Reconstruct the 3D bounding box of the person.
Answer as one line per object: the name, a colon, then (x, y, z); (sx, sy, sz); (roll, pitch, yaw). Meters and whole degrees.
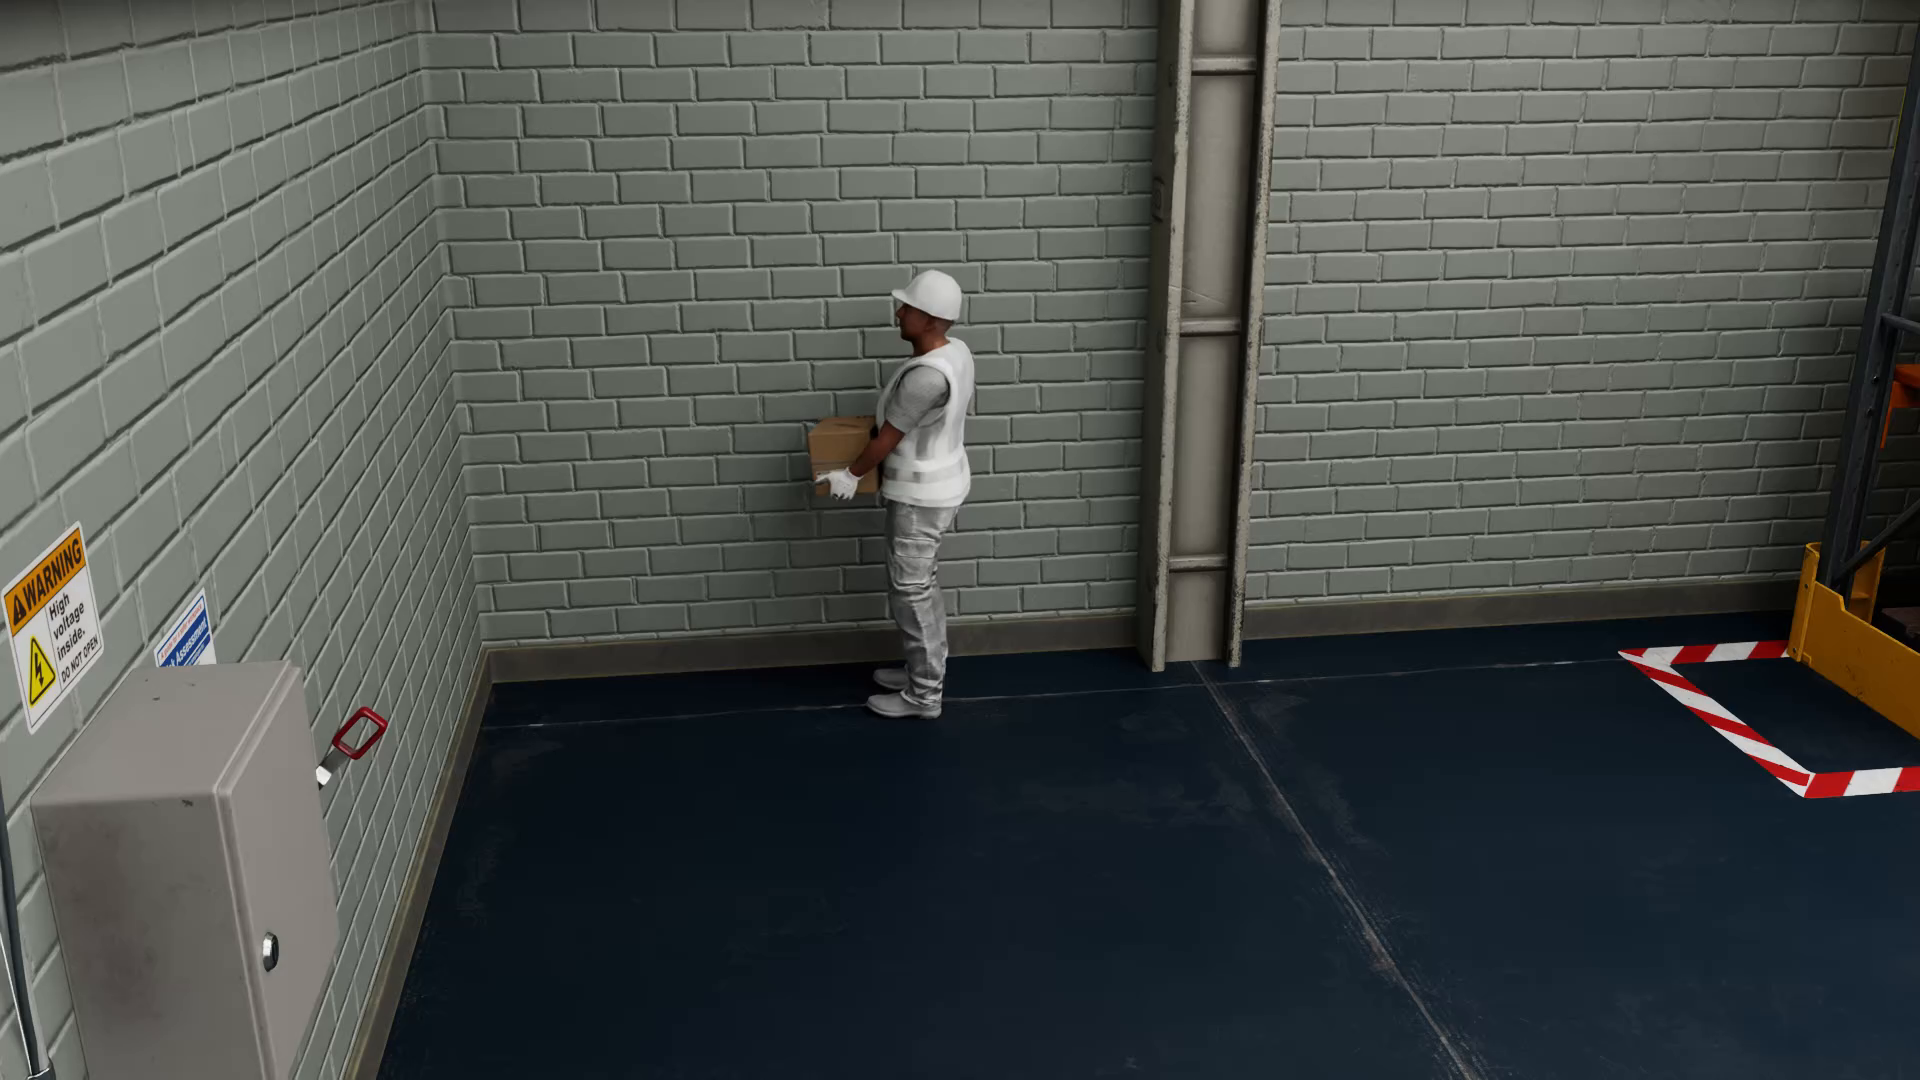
person: (-0.253, -0.178, 6.539); (0.586, 1.782, 0.494); (4, 20, 10)
